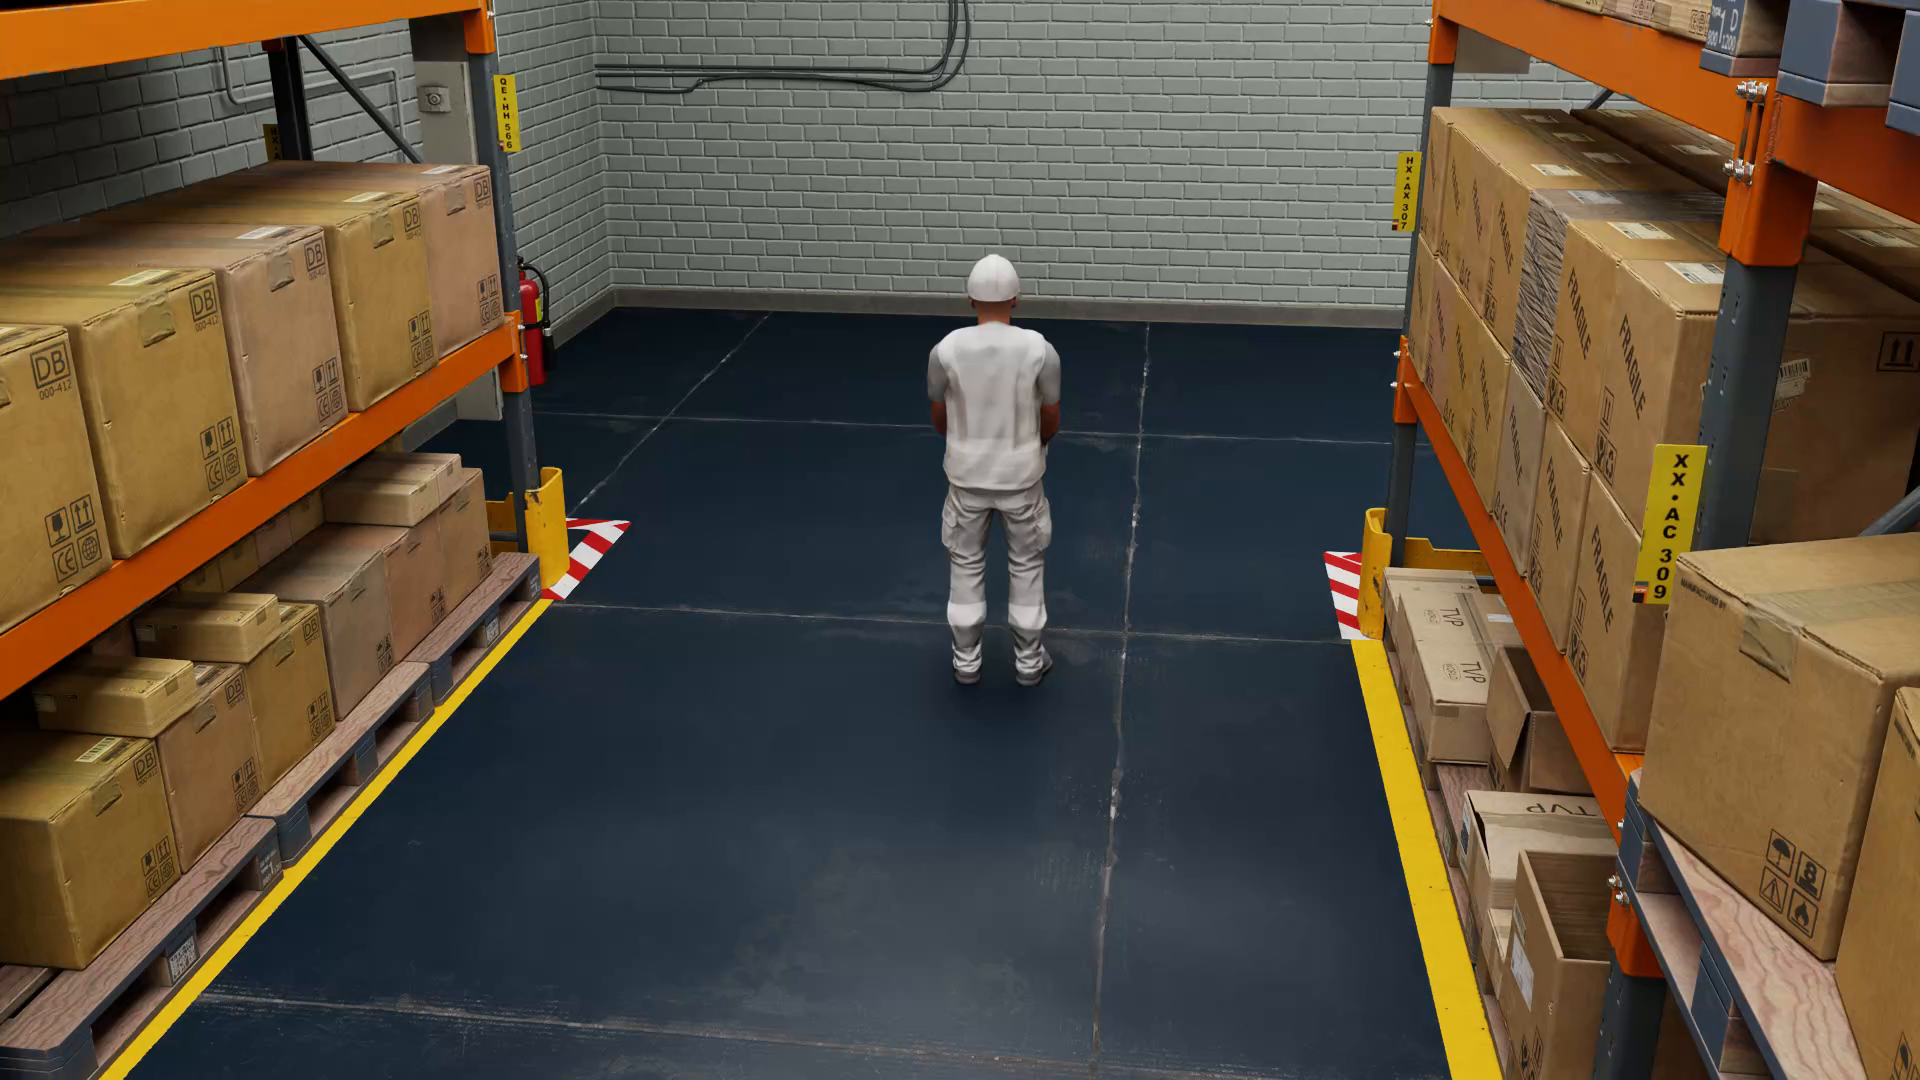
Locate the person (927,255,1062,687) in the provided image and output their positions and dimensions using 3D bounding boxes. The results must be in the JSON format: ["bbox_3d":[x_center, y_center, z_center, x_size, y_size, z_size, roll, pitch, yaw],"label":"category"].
[{"bbox_3d":[0.142,-0.280,6.772,0.529,1.794,0.498,2,21,6],"label":"person"}]
